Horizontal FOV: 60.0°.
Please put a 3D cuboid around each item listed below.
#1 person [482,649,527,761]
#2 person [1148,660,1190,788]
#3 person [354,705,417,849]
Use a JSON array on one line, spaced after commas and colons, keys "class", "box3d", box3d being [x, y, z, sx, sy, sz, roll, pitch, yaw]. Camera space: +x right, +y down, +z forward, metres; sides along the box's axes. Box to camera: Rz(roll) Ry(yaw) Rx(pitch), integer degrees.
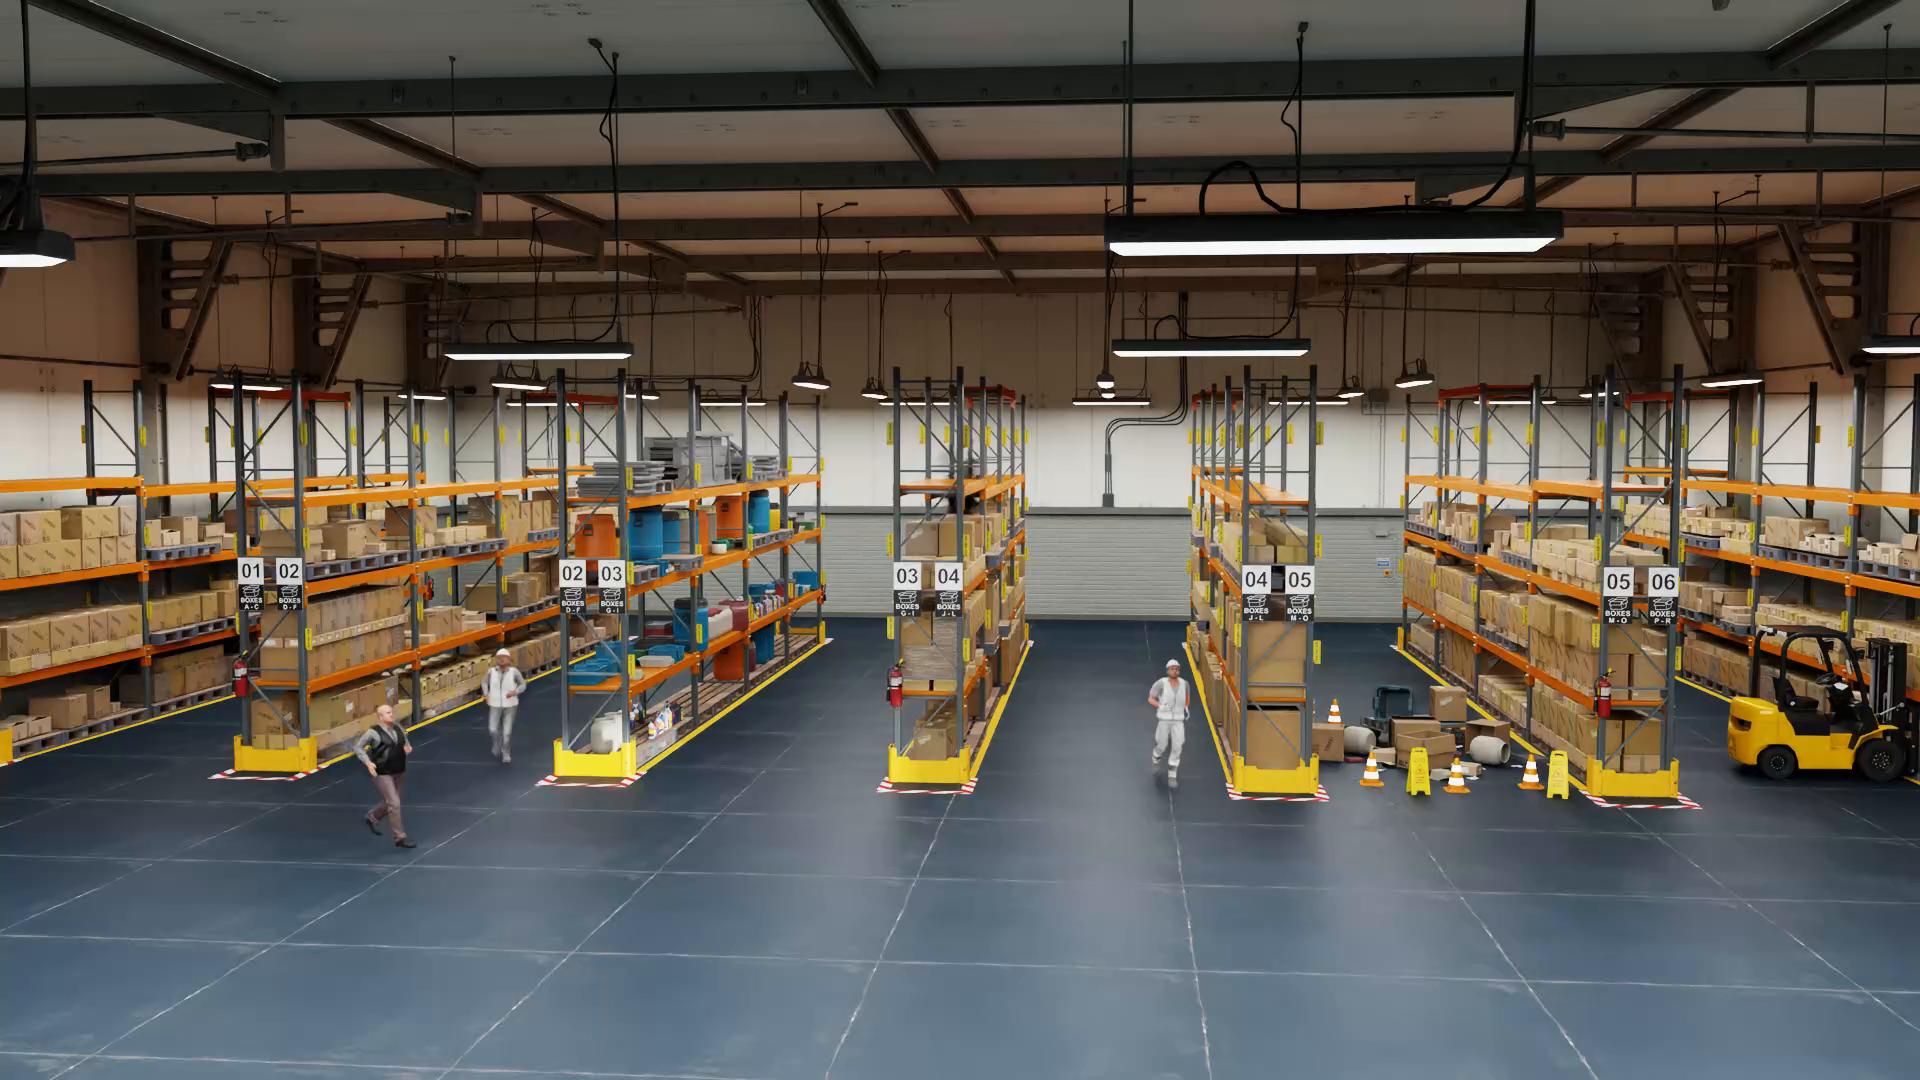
[{"class": "person", "box3d": [-7.024, 2.542, 25.554, 0.703, 1.743, 0.542, 0, 4, -5]}, {"class": "person", "box3d": [3.044, 2.620, 24.088, 0.667, 1.798, 0.876, 0, 4, -7]}, {"class": "person", "box3d": [-6.980, 2.860, 20.289, 0.969, 1.699, 0.659, 2, 4, 27]}]
